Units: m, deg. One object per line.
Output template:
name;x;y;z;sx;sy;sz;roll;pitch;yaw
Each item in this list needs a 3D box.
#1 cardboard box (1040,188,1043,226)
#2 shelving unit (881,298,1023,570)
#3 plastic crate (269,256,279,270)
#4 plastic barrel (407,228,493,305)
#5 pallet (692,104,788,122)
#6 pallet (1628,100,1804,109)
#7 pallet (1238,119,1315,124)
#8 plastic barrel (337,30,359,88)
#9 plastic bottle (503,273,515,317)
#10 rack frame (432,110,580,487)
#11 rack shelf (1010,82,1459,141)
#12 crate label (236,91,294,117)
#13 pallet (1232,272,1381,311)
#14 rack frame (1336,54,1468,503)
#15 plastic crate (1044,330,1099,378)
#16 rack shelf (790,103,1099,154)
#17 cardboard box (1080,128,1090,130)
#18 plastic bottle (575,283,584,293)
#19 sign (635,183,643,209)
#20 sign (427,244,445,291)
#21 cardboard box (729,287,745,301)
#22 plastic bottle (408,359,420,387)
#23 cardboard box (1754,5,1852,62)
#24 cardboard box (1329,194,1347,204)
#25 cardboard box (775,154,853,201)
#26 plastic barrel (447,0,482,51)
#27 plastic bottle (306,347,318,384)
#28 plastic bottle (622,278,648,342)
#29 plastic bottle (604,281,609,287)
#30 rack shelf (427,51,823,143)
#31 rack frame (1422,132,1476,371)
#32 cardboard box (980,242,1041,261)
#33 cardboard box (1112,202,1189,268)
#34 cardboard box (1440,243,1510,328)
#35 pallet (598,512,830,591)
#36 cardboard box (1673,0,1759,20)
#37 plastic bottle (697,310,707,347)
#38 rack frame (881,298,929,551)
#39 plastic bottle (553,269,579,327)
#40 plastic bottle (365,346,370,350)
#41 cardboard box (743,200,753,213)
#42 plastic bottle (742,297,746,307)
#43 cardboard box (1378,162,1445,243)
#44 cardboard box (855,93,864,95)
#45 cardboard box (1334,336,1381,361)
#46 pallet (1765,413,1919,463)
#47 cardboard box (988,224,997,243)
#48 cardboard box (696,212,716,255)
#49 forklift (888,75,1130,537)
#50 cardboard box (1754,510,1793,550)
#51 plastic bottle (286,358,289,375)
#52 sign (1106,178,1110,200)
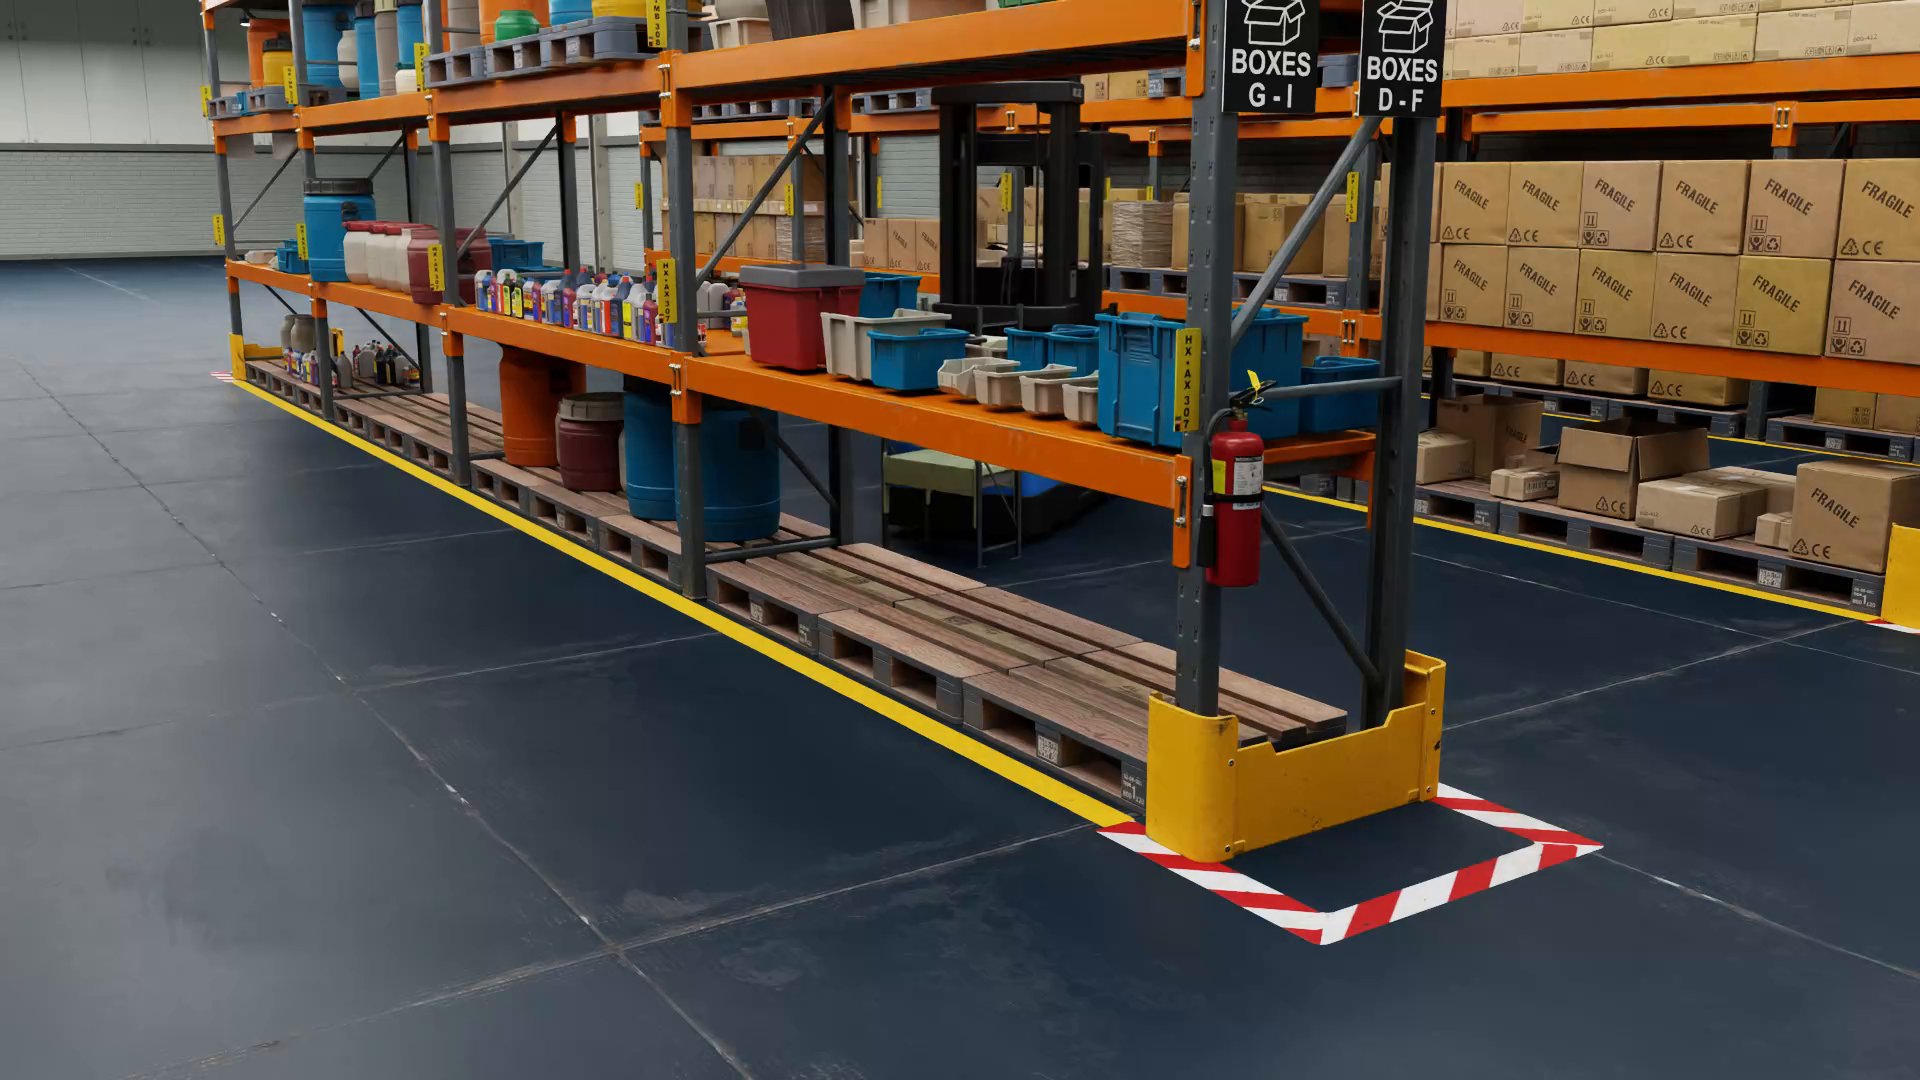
cardboard box;1.411;-4.424;22.120;0.500;0.500;0.500;-8;14;-31
shelving unit;-0.054;-0.644;9.795;0.755;1.500;0.431;10;16;39
plastic crate;-6.588;-2.760;16.577;0.530;0.136;0.437;-8;15;-33
plastic barrel;-3.771;-2.031;12.312;0.600;0.536;0.708;-8;15;-33
pallet;-2.518;-5.003;19.404;1.003;0.211;1.213;-8;15;-33
pallet;6.653;-3.909;14.641;0.805;0.209;1.217;-9;15;-35
pallet;3.601;-4.869;19.026;1.213;0.211;1.003;-8;15;-33
plastic barrel;-5.553;-4.455;15.445;0.421;0.512;0.421;0;12;0
plastic bottle;-2.998;-1.635;11.088;0.061;0.283;0.133;-8;15;-33
rack frame;-3.261;-1.918;12.113;1.000;3.000;0.127;-8;15;-33
rack shelf;1.972;-3.262;12.921;1.077;0.370;4.000;-8;15;-33
crate label;-6.932;-4.362;16.613;0.502;0.251;0.408;-8;15;-33
pallet;2.729;-1.854;12.267;1.003;0.211;1.213;-8;15;-33
rack frame;3.081;-1.793;11.538;1.000;3.000;0.127;-8;15;-33
plastic crate;0.579;-0.760;7.068;0.416;0.233;0.300;-8;15;-33
rack shelf;-0.244;-3.974;16.174;1.077;0.370;4.000;-8;15;-33
cardboard box;1.676;-5.572;21.520;0.500;0.500;0.500;-9;15;-35
plastic bottle;-2.328;-1.444;10.245;0.097;0.271;0.097;0;12;0
sign;-4.033;-4.324;20.900;0.100;0.325;0.005;-8;15;-33
sign;-3.715;-1.932;11.792;0.100;0.325;0.005;-8;15;-33
cardboard box;-2.338;-2.679;19.289;0.500;0.500;0.500;-8;15;-33
plastic bottle;-5.289;-1.620;16.107;0.097;0.271;0.097;0;12;0
cardboard box;4.525;-2.624;8.668;0.500;0.250;0.500;-8;15;-33
cardboard box;4.385;-3.533;18.234;0.700;0.500;0.500;-10;16;-38
cardboard box;-1.603;-3.976;18.252;0.700;0.500;0.500;-8;15;-32
plastic barrel;-3.536;-3.800;12.524;0.600;0.901;0.600;0;12;0
plastic bottle;-6.360;-1.723;16.388;0.144;0.351;0.185;-8;15;-33
plastic bottle;-1.827;-1.308;9.435;0.144;0.351;0.185;-8;15;-33
plastic bottle;-2.451;-1.719;11.665;0.097;0.201;0.097;0;12;0
rack shelf;-2.153;-2.677;10.243;1.077;0.370;4.000;-8;15;-33
rack frame;4.986;-3.091;17.475;1.000;3.000;0.127;-8;15;-33
cardboard box;0.530;-2.642;15.632;0.500;0.311;0.500;-8;15;-33
cardboard box;1.655;-2.474;13.437;0.700;0.500;0.500;-5;13;-22
cardboard box;3.422;-1.628;10.550;0.500;0.500;0.500;-8;15;-32
pallet;-1.438;0.013;9.808;1.003;0.211;1.213;-8;15;-33
cardboard box;4.249;-2.957;9.022;0.500;0.250;0.500;-8;15;-33
plastic bottle;-1.439;-1.160;9.109;0.097;0.201;0.097;0;12;0
rack frame;-0.332;-0.695;10.027;0.023;1.500;0.400;10;16;39
plastic bottle;-2.437;-1.504;10.331;0.144;0.351;0.185;-8;15;-33
plastic bottle;-6.117;-1.878;17.274;0.152;0.276;0.135;-9;15;-34
cardboard box;-2.243;-3.785;18.897;0.380;0.149;0.250;-8;15;-33
plastic bottle;-1.187;-1.339;9.753;0.152;0.276;0.135;-8;15;-33
cardboard box;3.107;-2.213;10.885;0.500;0.500;0.500;-8;14;-31
cardboard box;-0.712;-4.605;16.743;0.500;0.250;0.500;-10;16;-38
cardboard box;4.544;-2.207;18.252;0.700;0.500;0.500;-8;15;-32
pallet;7.559;-0.873;13.859;1.003;0.211;1.213;-8;15;-33
cardboard box;0.560;-4.326;23.426;0.500;0.250;0.500;-9;15;-34
cardboard box;-2.755;-3.709;20.068;0.700;0.500;0.500;-8;15;-32
forklift;0.505;-1.725;11.390;1.130;2.935;3.031;5;13;20
cardboard box;4.641;-0.062;9.227;0.380;0.166;0.250;-8;15;-33
plastic bottle;-6.891;-1.811;17.143;0.097;0.201;0.097;0;12;0
sign;1.311;-3.097;14.977;0.100;0.325;0.005;-8;15;-33
